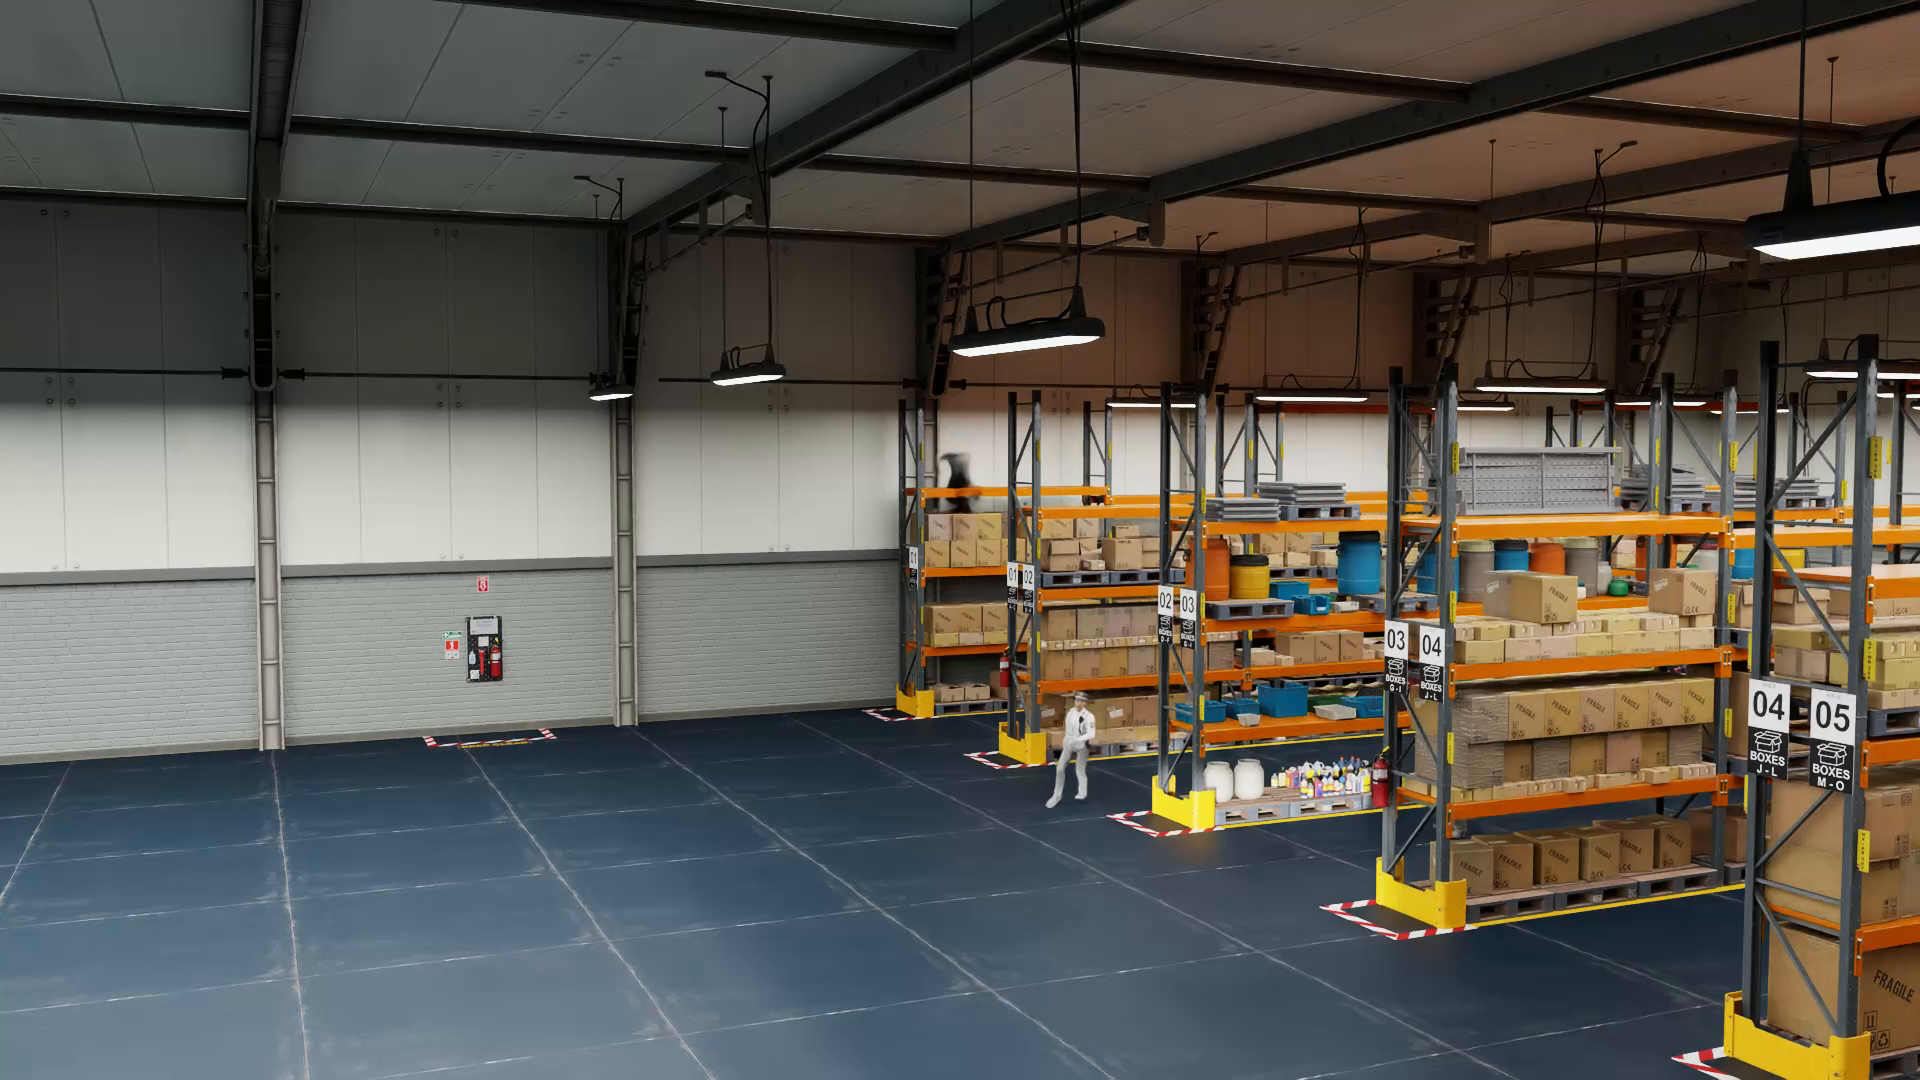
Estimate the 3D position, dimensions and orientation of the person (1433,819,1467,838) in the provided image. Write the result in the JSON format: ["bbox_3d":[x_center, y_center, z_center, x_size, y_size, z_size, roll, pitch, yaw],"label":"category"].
[{"bbox_3d":[6.360,3.017,21.710,0.568,1.742,0.780,-1,4,-21],"label":"person"}]

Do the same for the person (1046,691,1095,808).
[{"bbox_3d":[1.649,2.943,23.541,0.661,1.662,0.780,2,4,31],"label":"person"}]
